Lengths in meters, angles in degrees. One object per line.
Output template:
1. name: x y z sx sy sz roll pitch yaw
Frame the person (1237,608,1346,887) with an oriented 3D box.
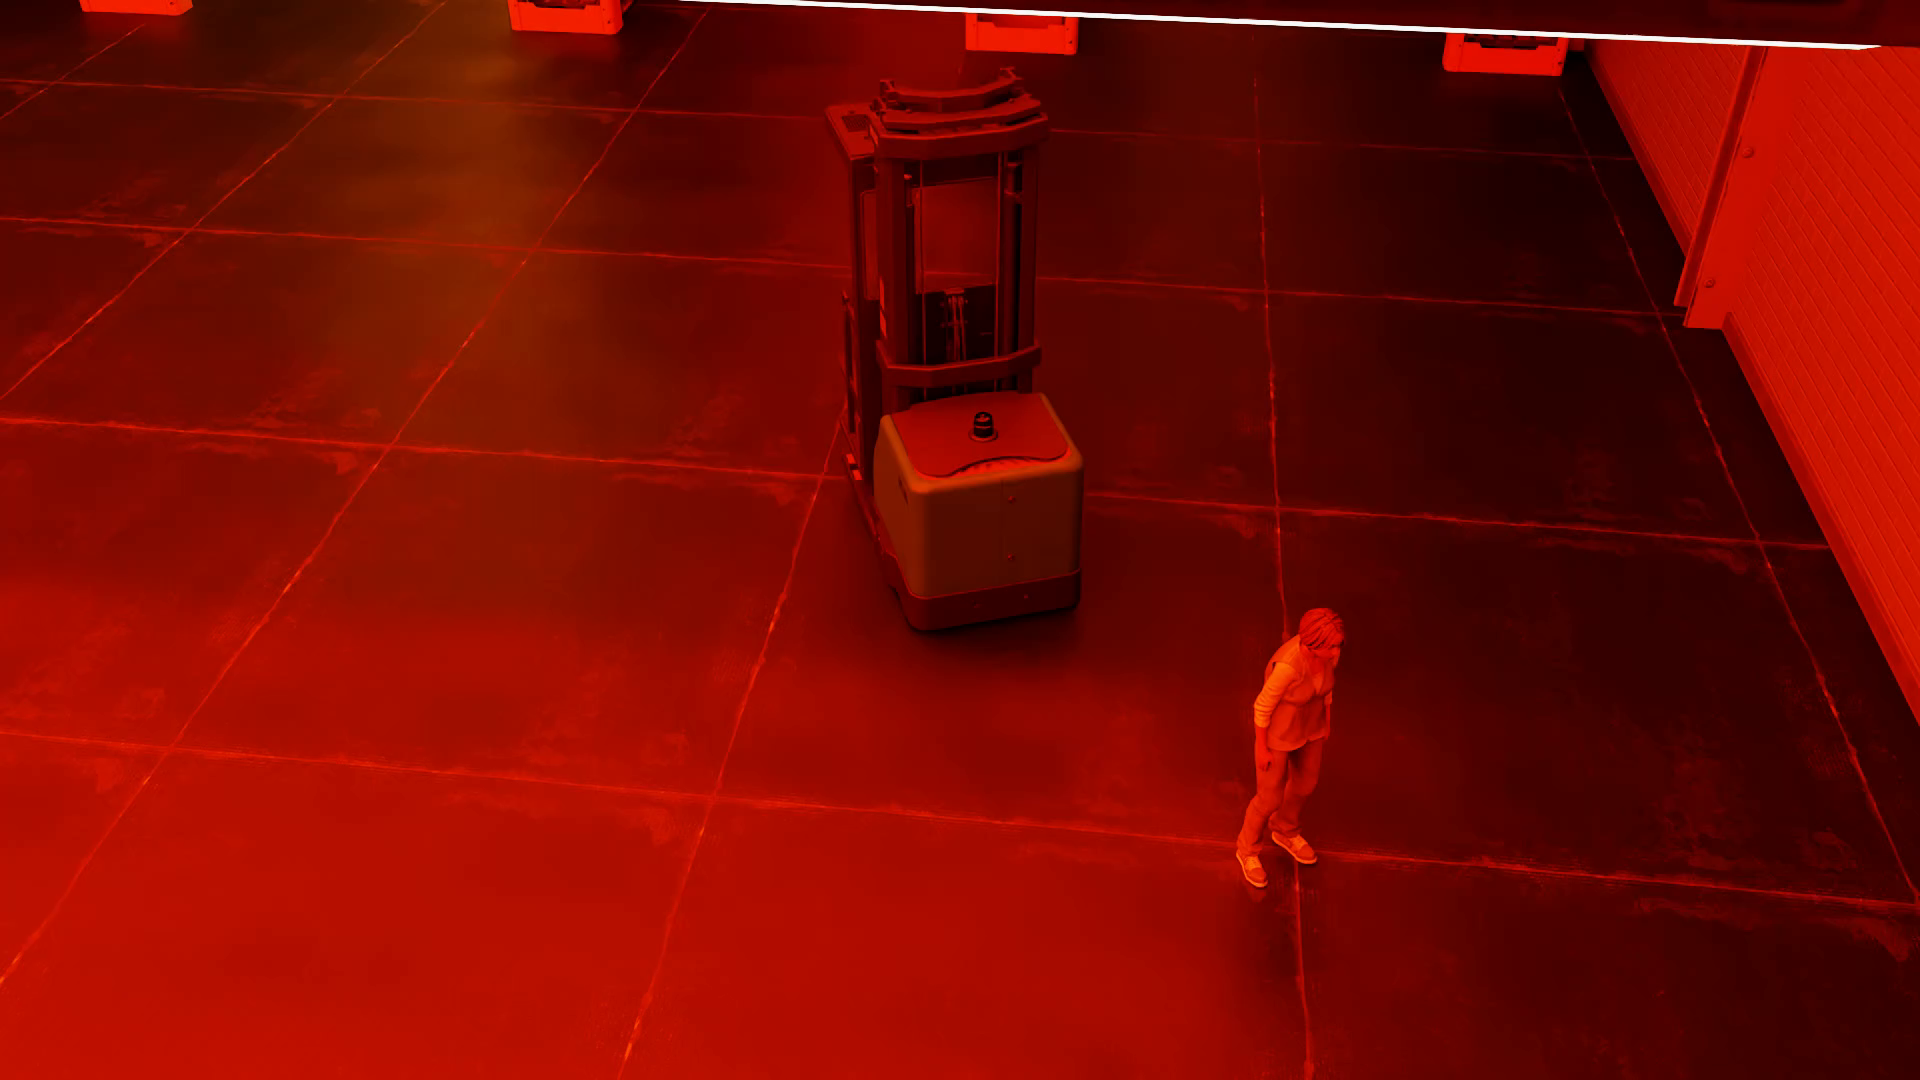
1. person: 1.578 0.941 7.894 0.468 1.580 0.348 -20 41 -25

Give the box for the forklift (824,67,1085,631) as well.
1. forklift: -0.159 -1.528 10.103 1.130 2.935 3.031 -9 37 -12
